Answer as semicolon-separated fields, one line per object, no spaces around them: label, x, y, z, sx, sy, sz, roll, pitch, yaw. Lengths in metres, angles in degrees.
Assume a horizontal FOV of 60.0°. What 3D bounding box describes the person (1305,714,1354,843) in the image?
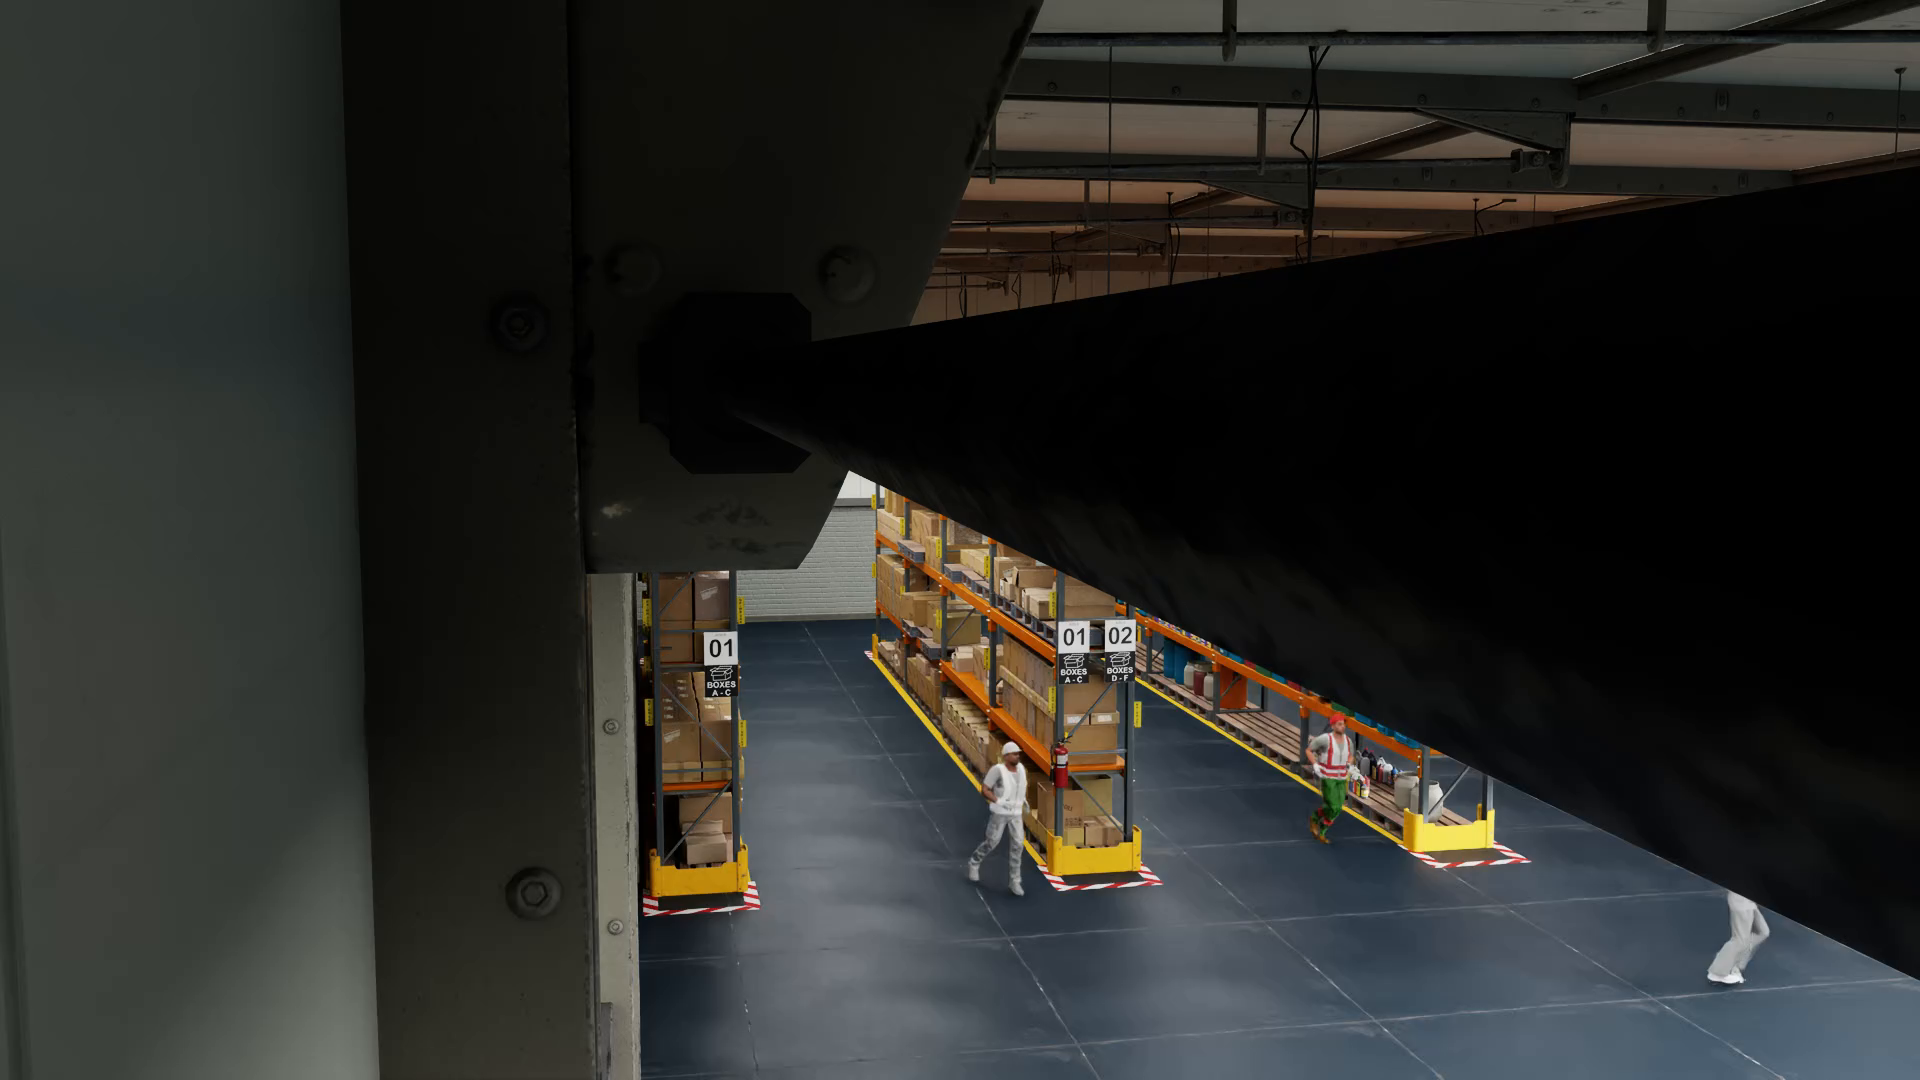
person;5.022;3.192;22.235;0.643;1.738;0.549;-3;6;-24

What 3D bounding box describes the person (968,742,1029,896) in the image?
person;0.596;3.355;20.327;0.742;1.772;0.958;-4;7;-33

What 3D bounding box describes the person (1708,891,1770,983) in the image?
person;8.054;3.764;17.052;0.663;1.678;0.592;2;6;15
